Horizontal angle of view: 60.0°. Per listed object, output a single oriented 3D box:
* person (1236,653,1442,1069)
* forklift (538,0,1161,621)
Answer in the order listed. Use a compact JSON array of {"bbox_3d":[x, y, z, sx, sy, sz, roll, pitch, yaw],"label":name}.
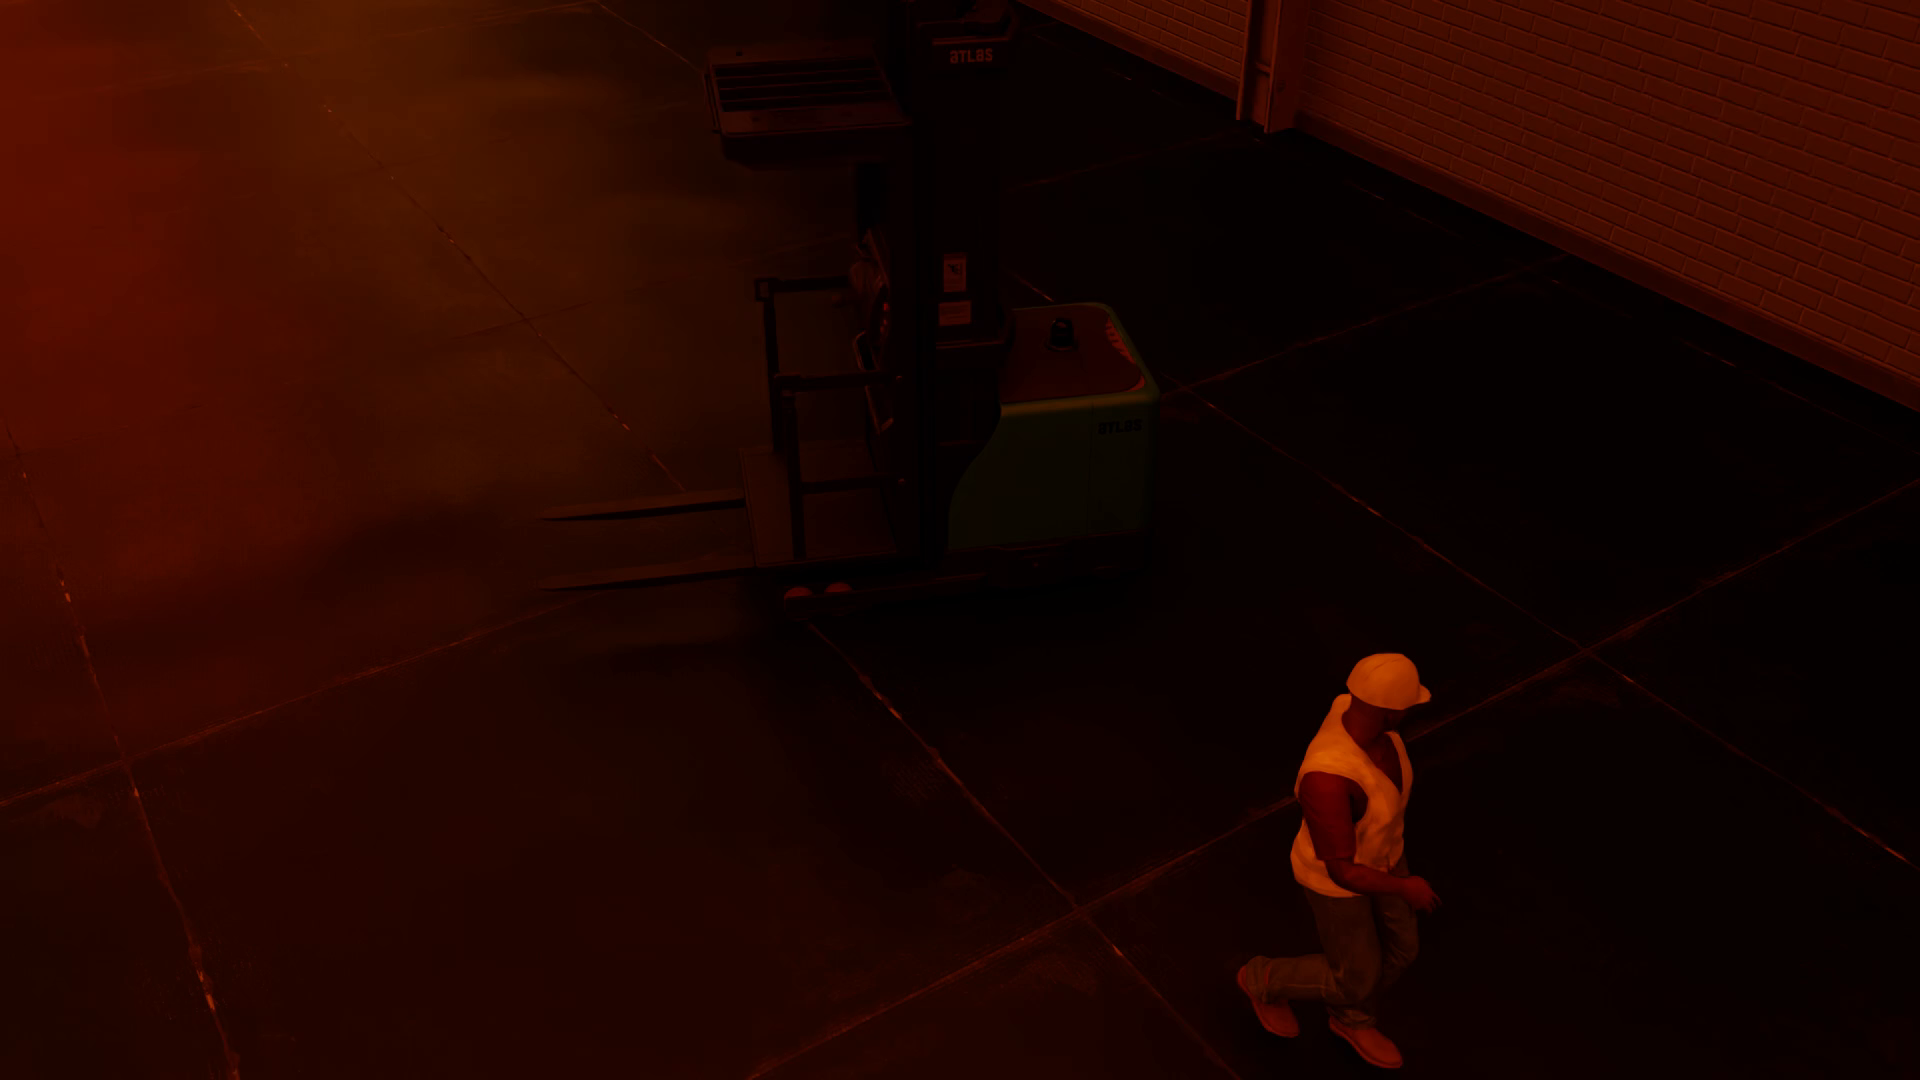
[{"bbox_3d":[1.372,1.085,5.671,0.625,1.709,0.729,26,43,32],"label":"person"},{"bbox_3d":[-0.599,-1.134,7.761,3.031,2.935,1.130,-6,36,-9],"label":"forklift"}]
